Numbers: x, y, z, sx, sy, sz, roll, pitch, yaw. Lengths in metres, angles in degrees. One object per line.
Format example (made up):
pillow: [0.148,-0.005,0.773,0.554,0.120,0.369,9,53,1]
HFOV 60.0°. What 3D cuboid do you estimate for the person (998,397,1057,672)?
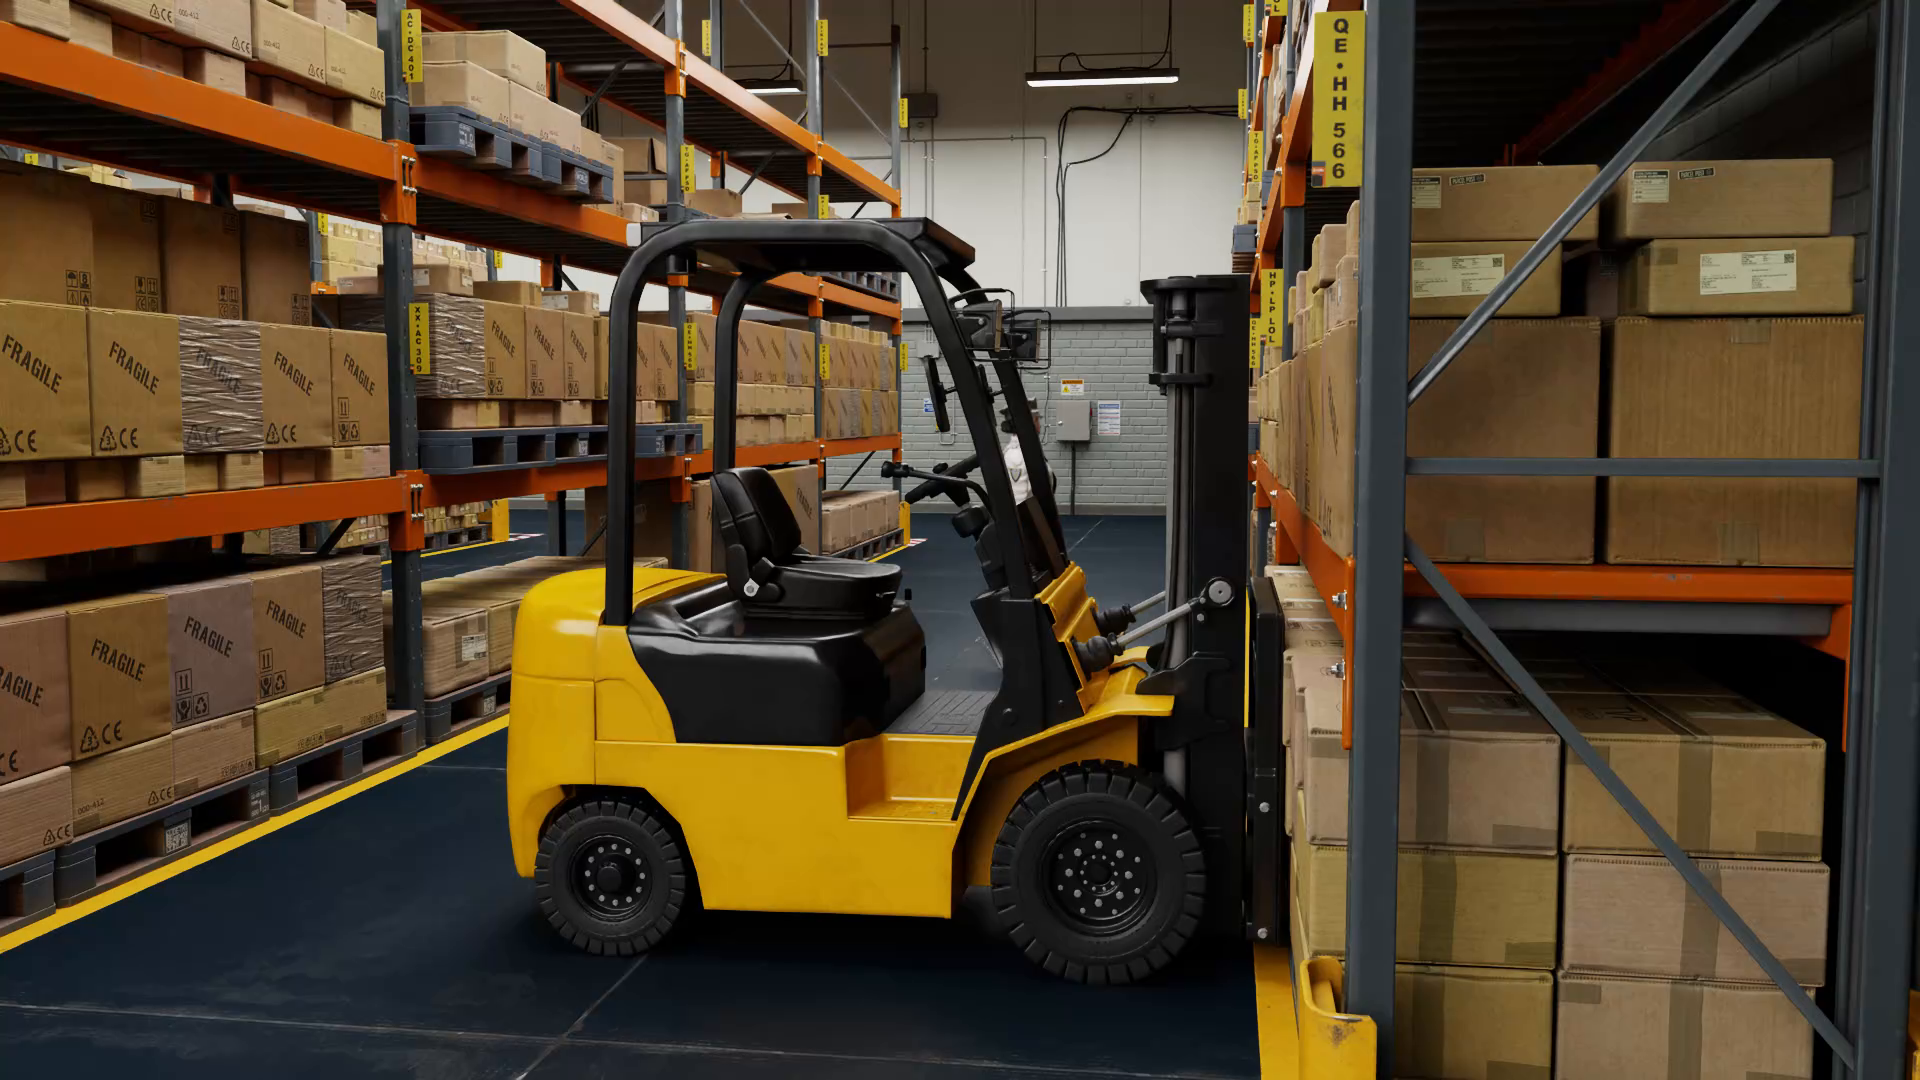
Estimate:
person: [0.407,-0.029,10.204,0.344,1.697,0.467,1,5,10]
